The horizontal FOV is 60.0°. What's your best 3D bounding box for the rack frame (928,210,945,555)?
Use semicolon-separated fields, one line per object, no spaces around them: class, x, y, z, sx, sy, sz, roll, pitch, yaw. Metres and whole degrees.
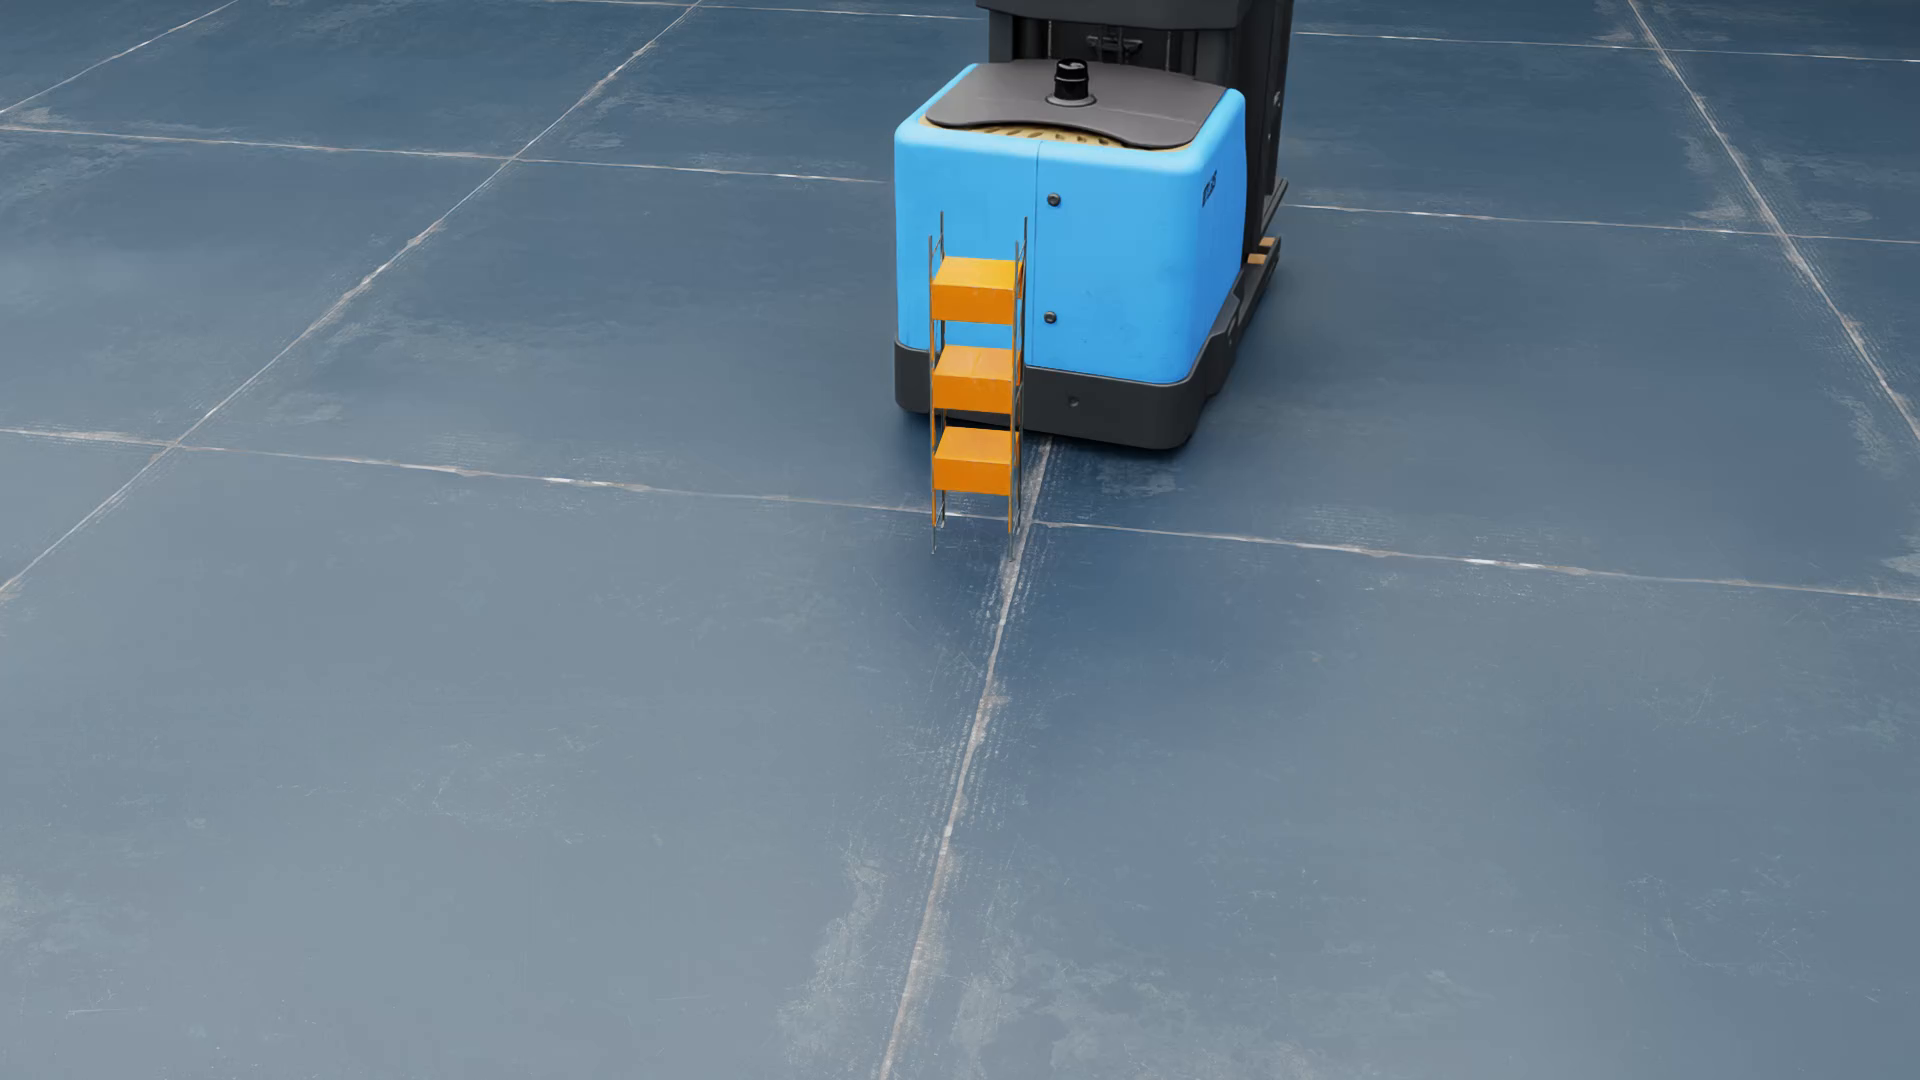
rack frame;-0.068;-0.451;4.981;0.008;1.050;0.200;5;32;8

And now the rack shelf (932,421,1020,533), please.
rack shelf;0.053;-0.196;5.117;0.240;0.259;0.215;5;32;8

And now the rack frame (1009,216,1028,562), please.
rack frame;0.173;-0.429;4.946;0.008;1.050;0.200;5;32;8

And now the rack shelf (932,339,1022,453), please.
rack shelf;0.053;-0.431;4.969;0.240;0.259;0.215;5;32;8

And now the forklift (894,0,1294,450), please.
forklift;0.722;-2.320;6.194;1.130;2.935;3.031;10;33;16

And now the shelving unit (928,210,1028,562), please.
shelving unit;0.053;-0.440;4.964;0.252;1.050;0.215;5;32;8

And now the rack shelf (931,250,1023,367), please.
rack shelf;0.053;-0.672;4.819;0.240;0.259;0.215;5;32;8
